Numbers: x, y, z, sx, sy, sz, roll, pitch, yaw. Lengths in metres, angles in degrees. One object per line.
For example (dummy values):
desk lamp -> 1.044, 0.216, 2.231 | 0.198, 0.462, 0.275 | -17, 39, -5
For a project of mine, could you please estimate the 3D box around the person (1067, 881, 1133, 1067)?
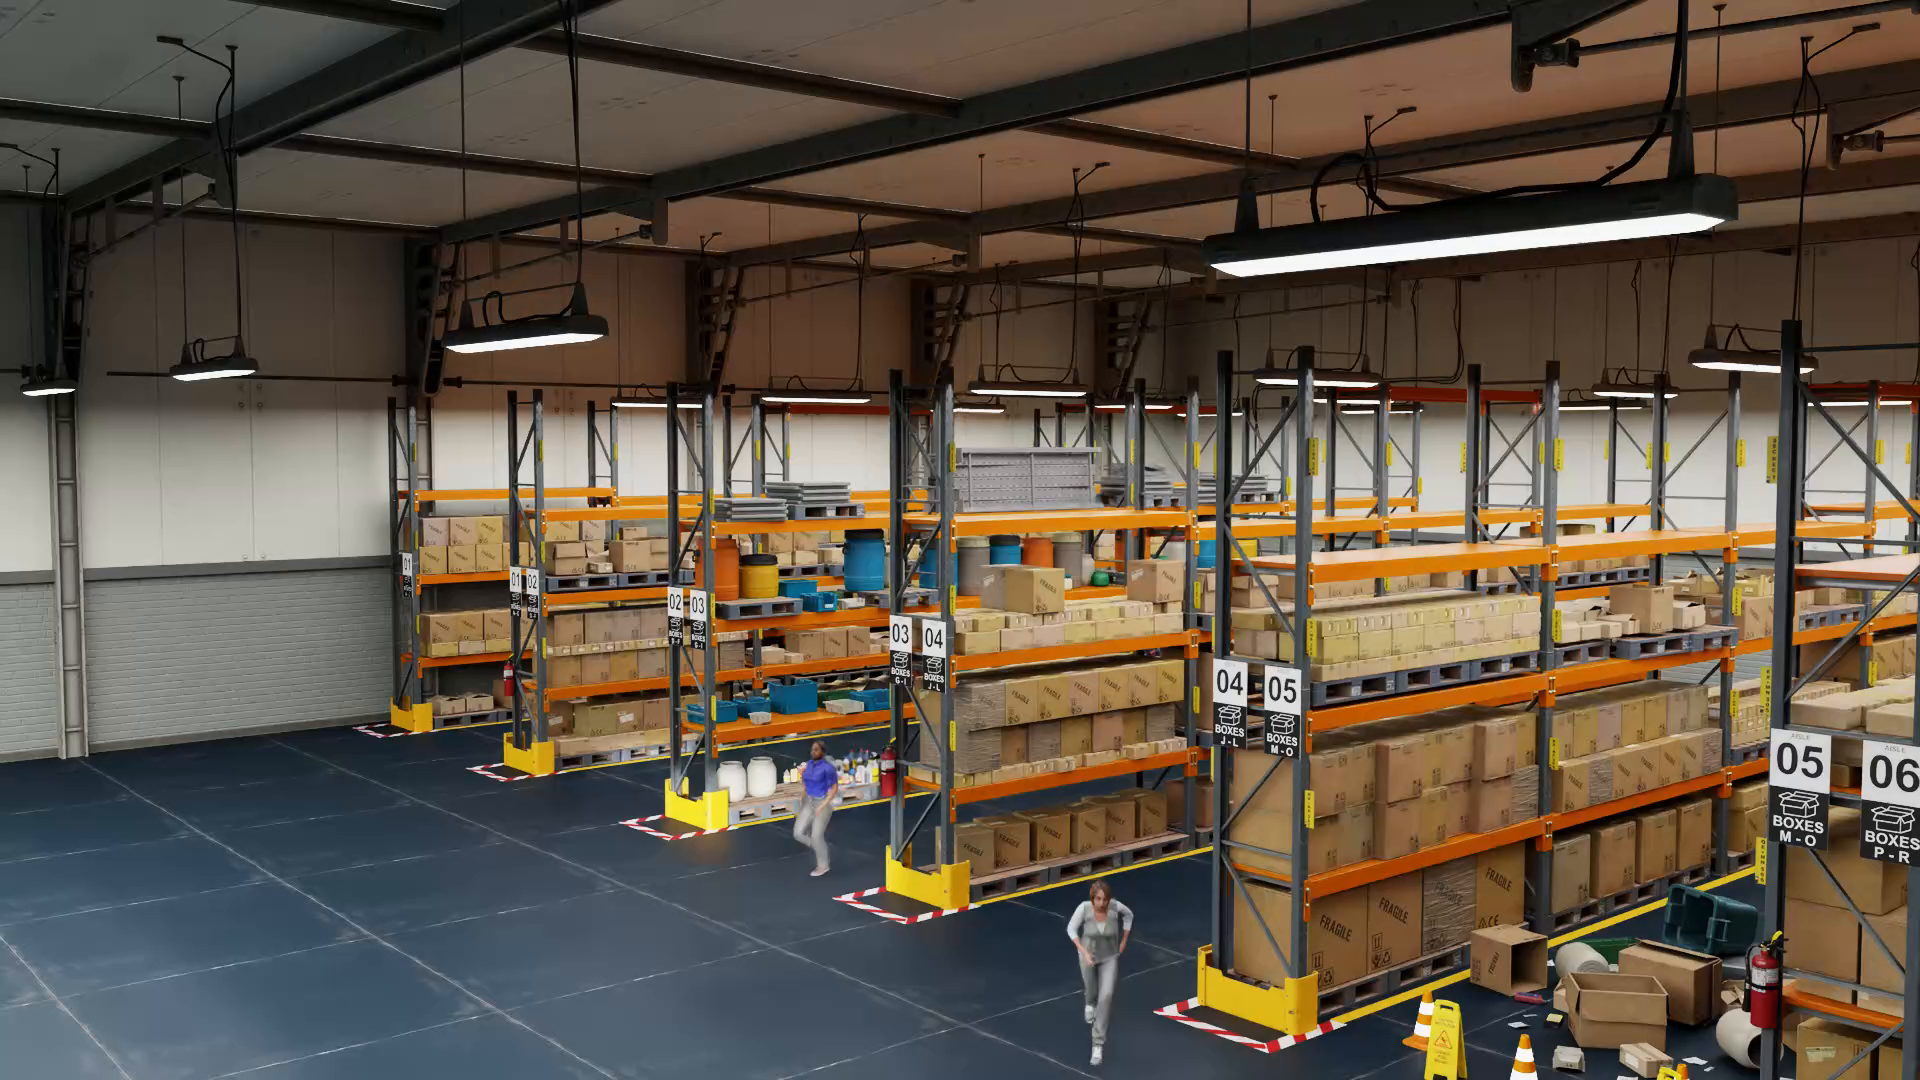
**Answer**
person -> 1.178, 3.589, 14.205 | 0.568, 1.548, 0.913 | 0, 3, -3

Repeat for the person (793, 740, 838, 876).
person -> -1.742, 3.204, 19.895 | 0.603, 1.621, 0.485 | 3, 5, 44
